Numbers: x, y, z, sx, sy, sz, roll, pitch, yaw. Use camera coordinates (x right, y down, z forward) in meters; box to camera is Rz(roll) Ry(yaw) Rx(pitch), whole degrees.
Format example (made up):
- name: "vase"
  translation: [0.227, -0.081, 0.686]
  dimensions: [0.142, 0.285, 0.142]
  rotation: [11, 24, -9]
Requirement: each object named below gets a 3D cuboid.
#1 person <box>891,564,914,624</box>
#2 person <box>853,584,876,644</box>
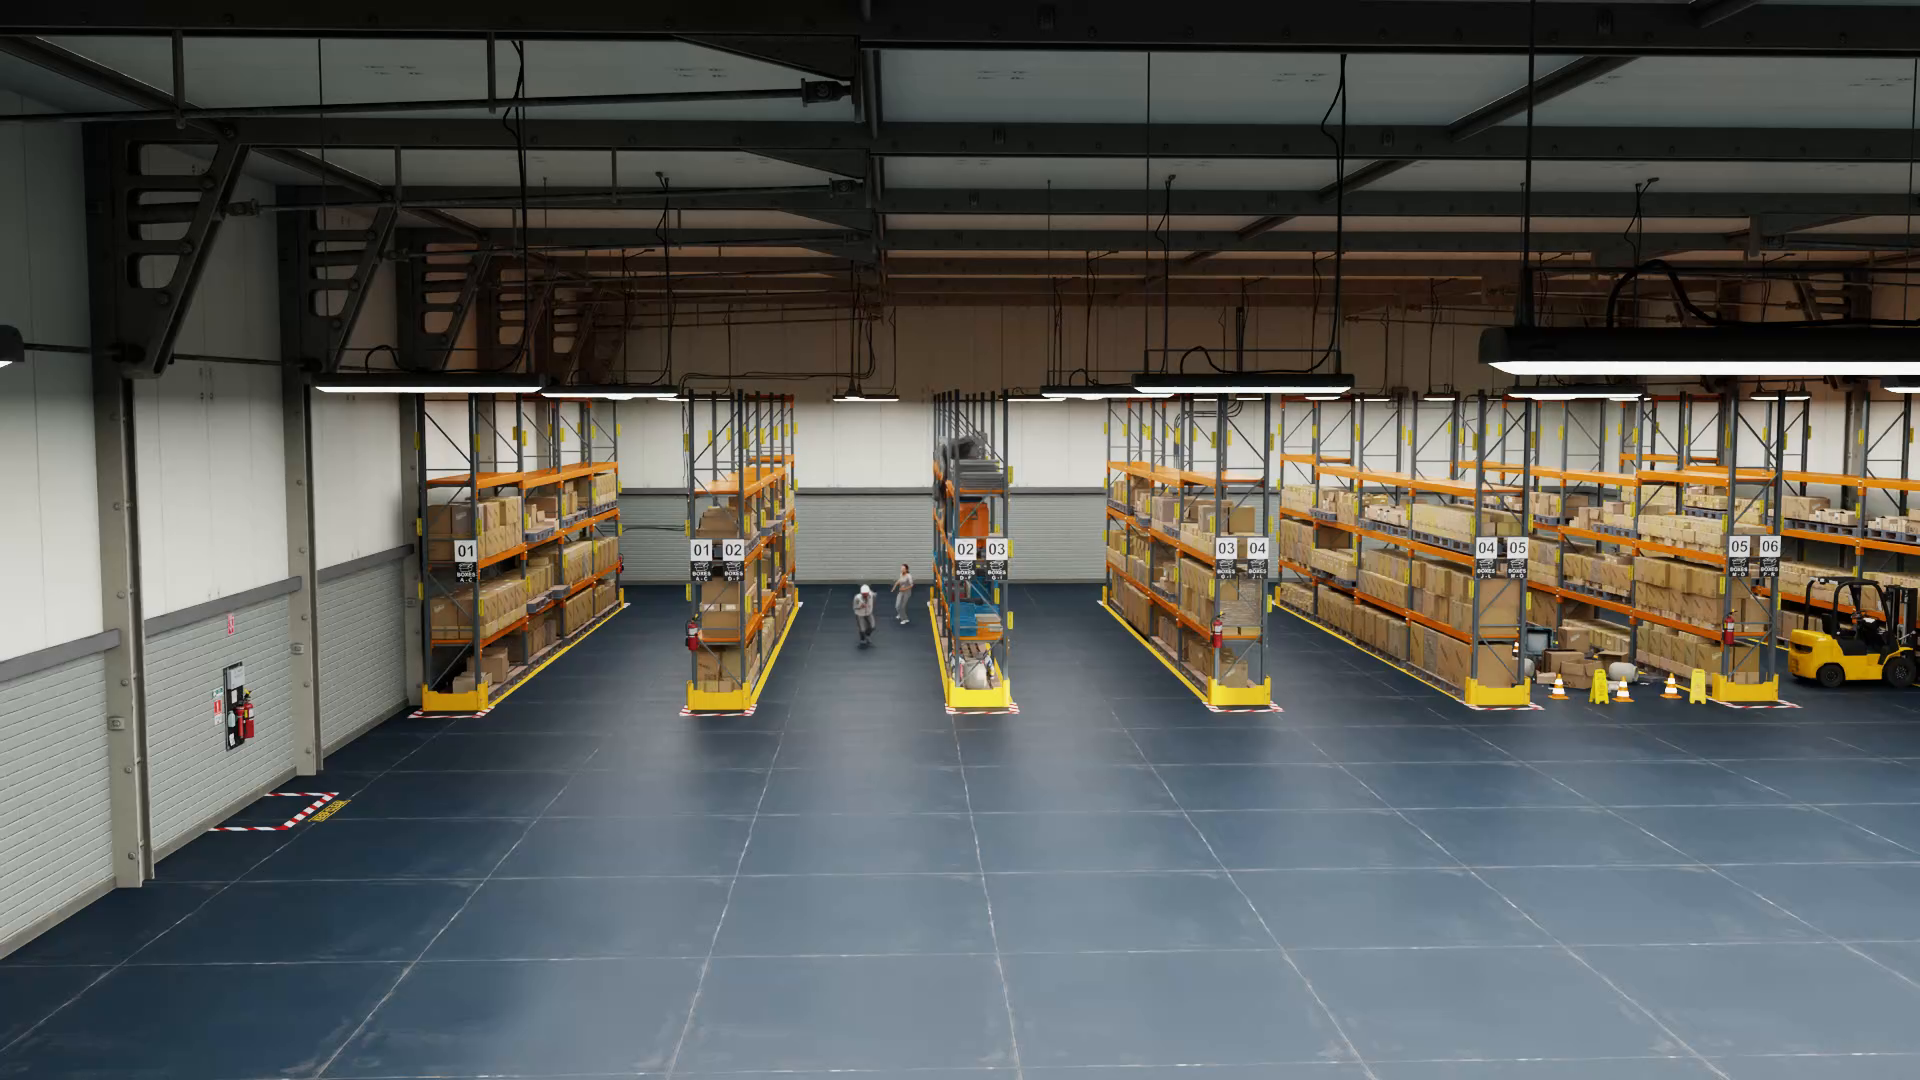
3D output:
- name: "person"
  translation: [-1.458, 1.410, 43.513]
  dimensions: [0.674, 1.600, 0.596]
  rotation: [2, 5, 25]
- name: "person"
  translation: [-2.255, 1.760, 39.400]
  dimensions: [0.655, 1.494, 0.984]
  rotation: [-2, 5, -20]
